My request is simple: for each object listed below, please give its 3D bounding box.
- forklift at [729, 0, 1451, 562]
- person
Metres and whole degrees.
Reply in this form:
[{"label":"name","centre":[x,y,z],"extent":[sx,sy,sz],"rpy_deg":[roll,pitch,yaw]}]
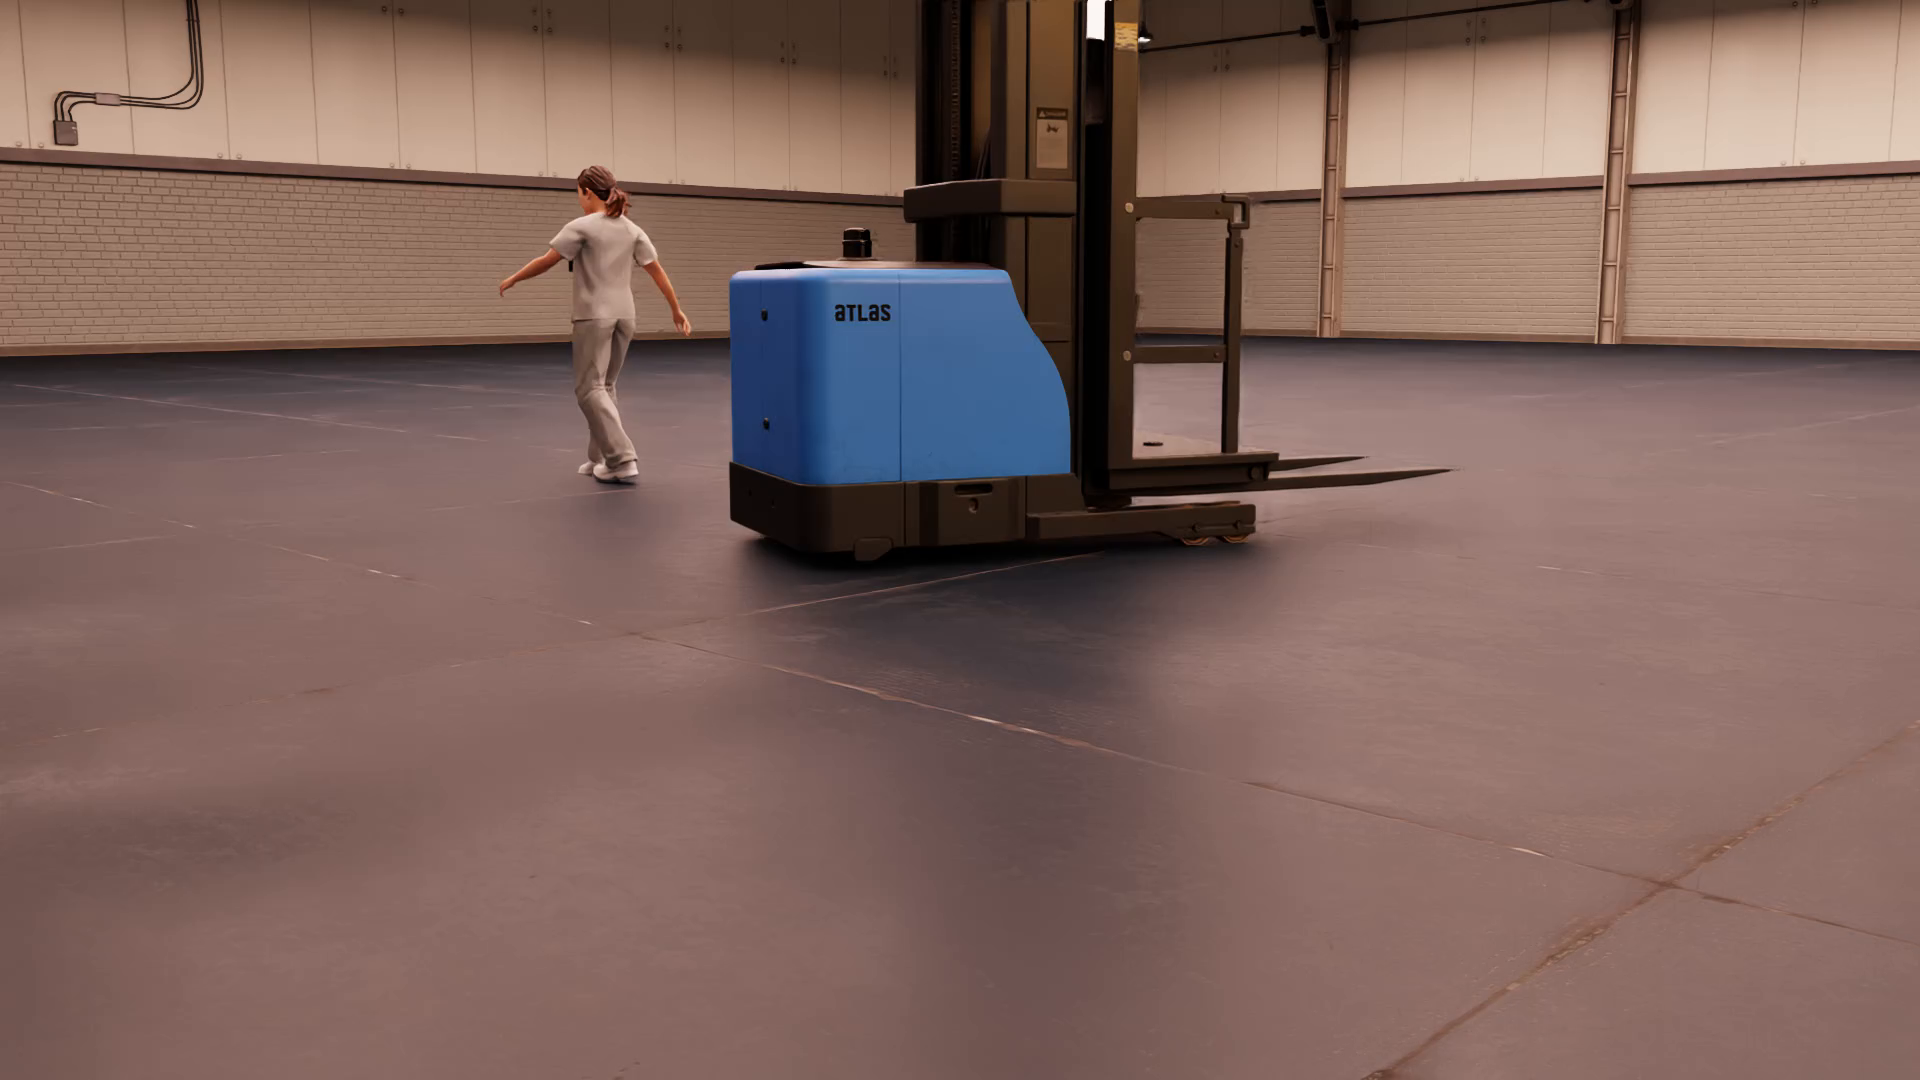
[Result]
[{"label":"forklift","centre":[0.627,-1.490,6.772],"extent":[3.031,2.935,1.130],"rpy_deg":[-4,9,-23]},{"label":"person","centre":[-1.889,-1.145,8.830],"extent":[0.735,1.658,0.857],"rpy_deg":[8,12,42]}]
